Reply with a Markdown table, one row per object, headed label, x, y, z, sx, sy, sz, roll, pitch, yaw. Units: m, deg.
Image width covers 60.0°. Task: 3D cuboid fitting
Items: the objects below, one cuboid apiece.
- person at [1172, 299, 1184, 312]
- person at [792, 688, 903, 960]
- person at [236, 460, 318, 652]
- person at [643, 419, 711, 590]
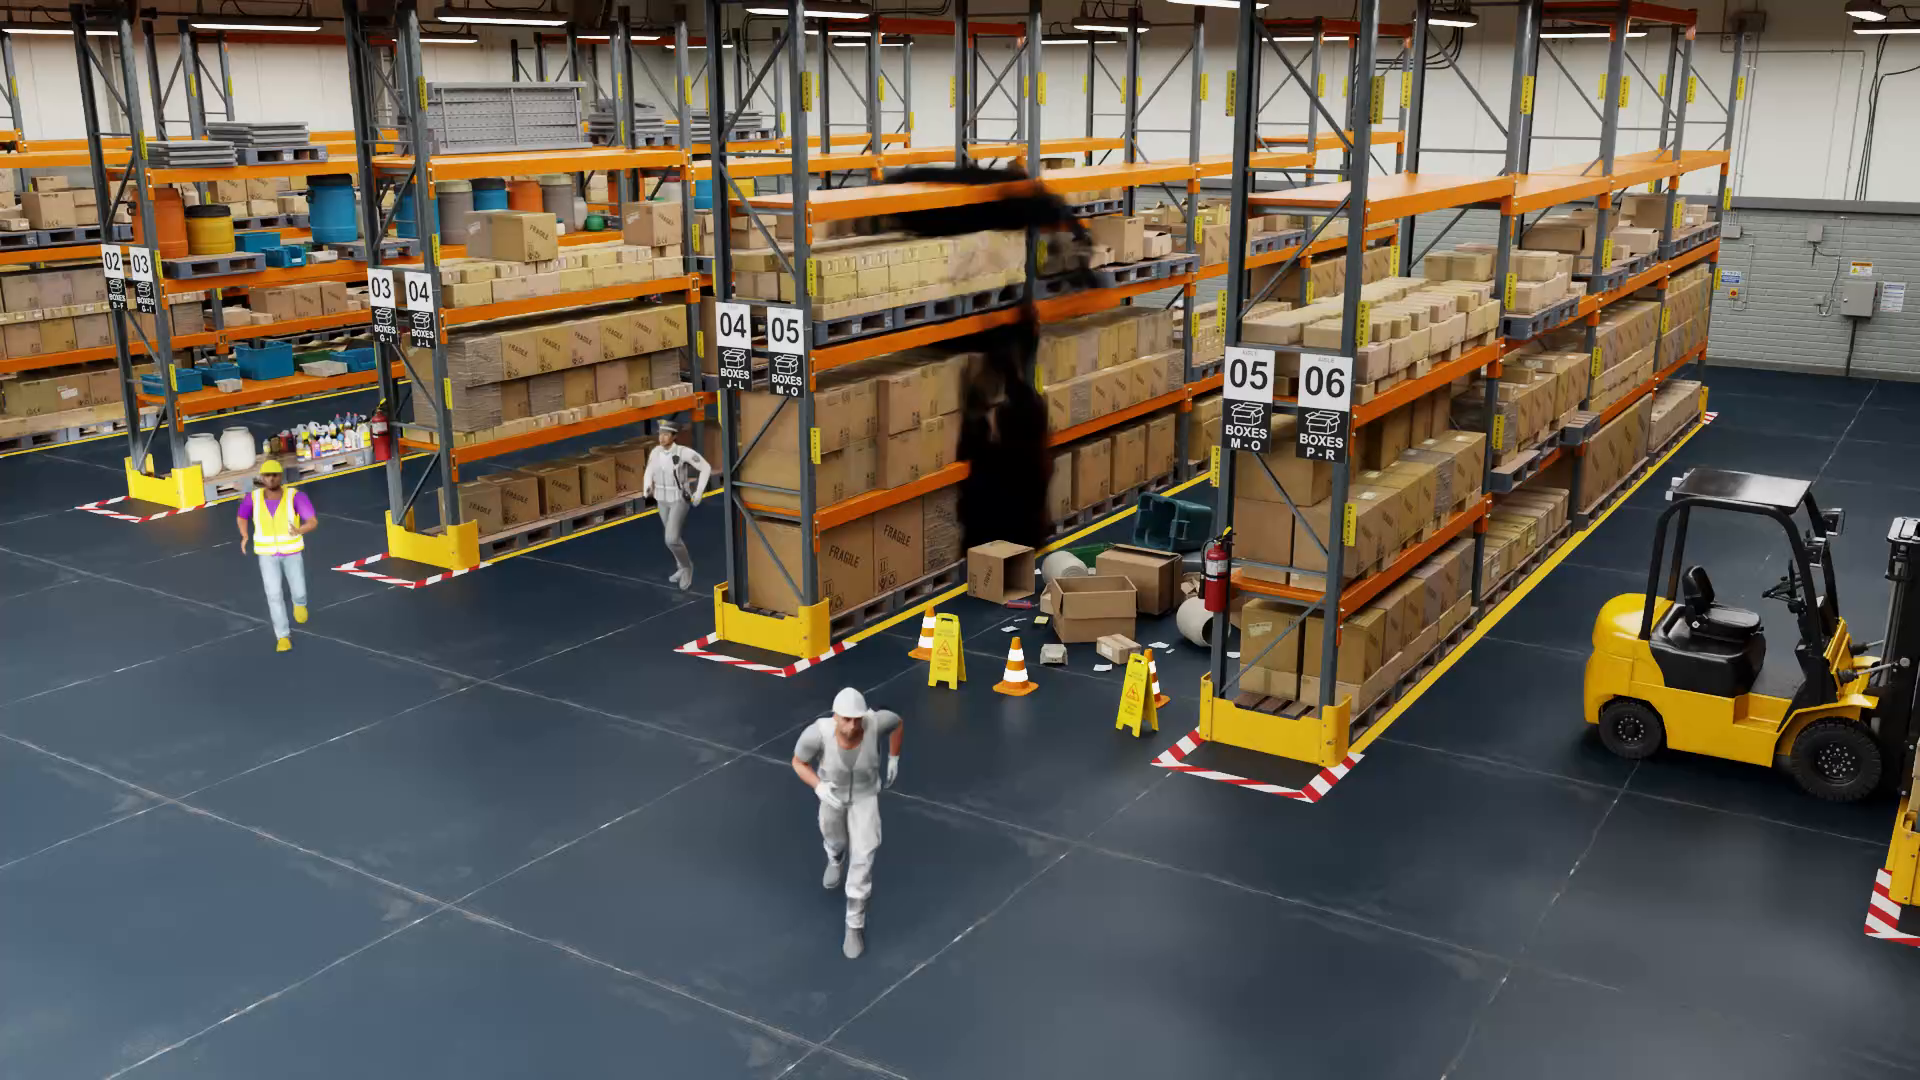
| label | x | y | z | sx | sy | sz | roll | pitch | yaw |
| --- | --- | --- | --- | --- | --- | --- | --- | --- | --- |
| person | 3.457 | -2.980 | 26.658 | 0.674 | 1.747 | 0.681 | 11 | 19 | 35 |
| person | -0.698 | 1.617 | 10.322 | 0.703 | 1.731 | 1.024 | -3 | 16 | -12 |
| person | -6.360 | 0.113 | 15.548 | 0.714 | 1.746 | 0.874 | -5 | 16 | -18 |
| person | -2.817 | -0.341 | 16.298 | 0.647 | 1.731 | 0.627 | 7 | 17 | 24 |
